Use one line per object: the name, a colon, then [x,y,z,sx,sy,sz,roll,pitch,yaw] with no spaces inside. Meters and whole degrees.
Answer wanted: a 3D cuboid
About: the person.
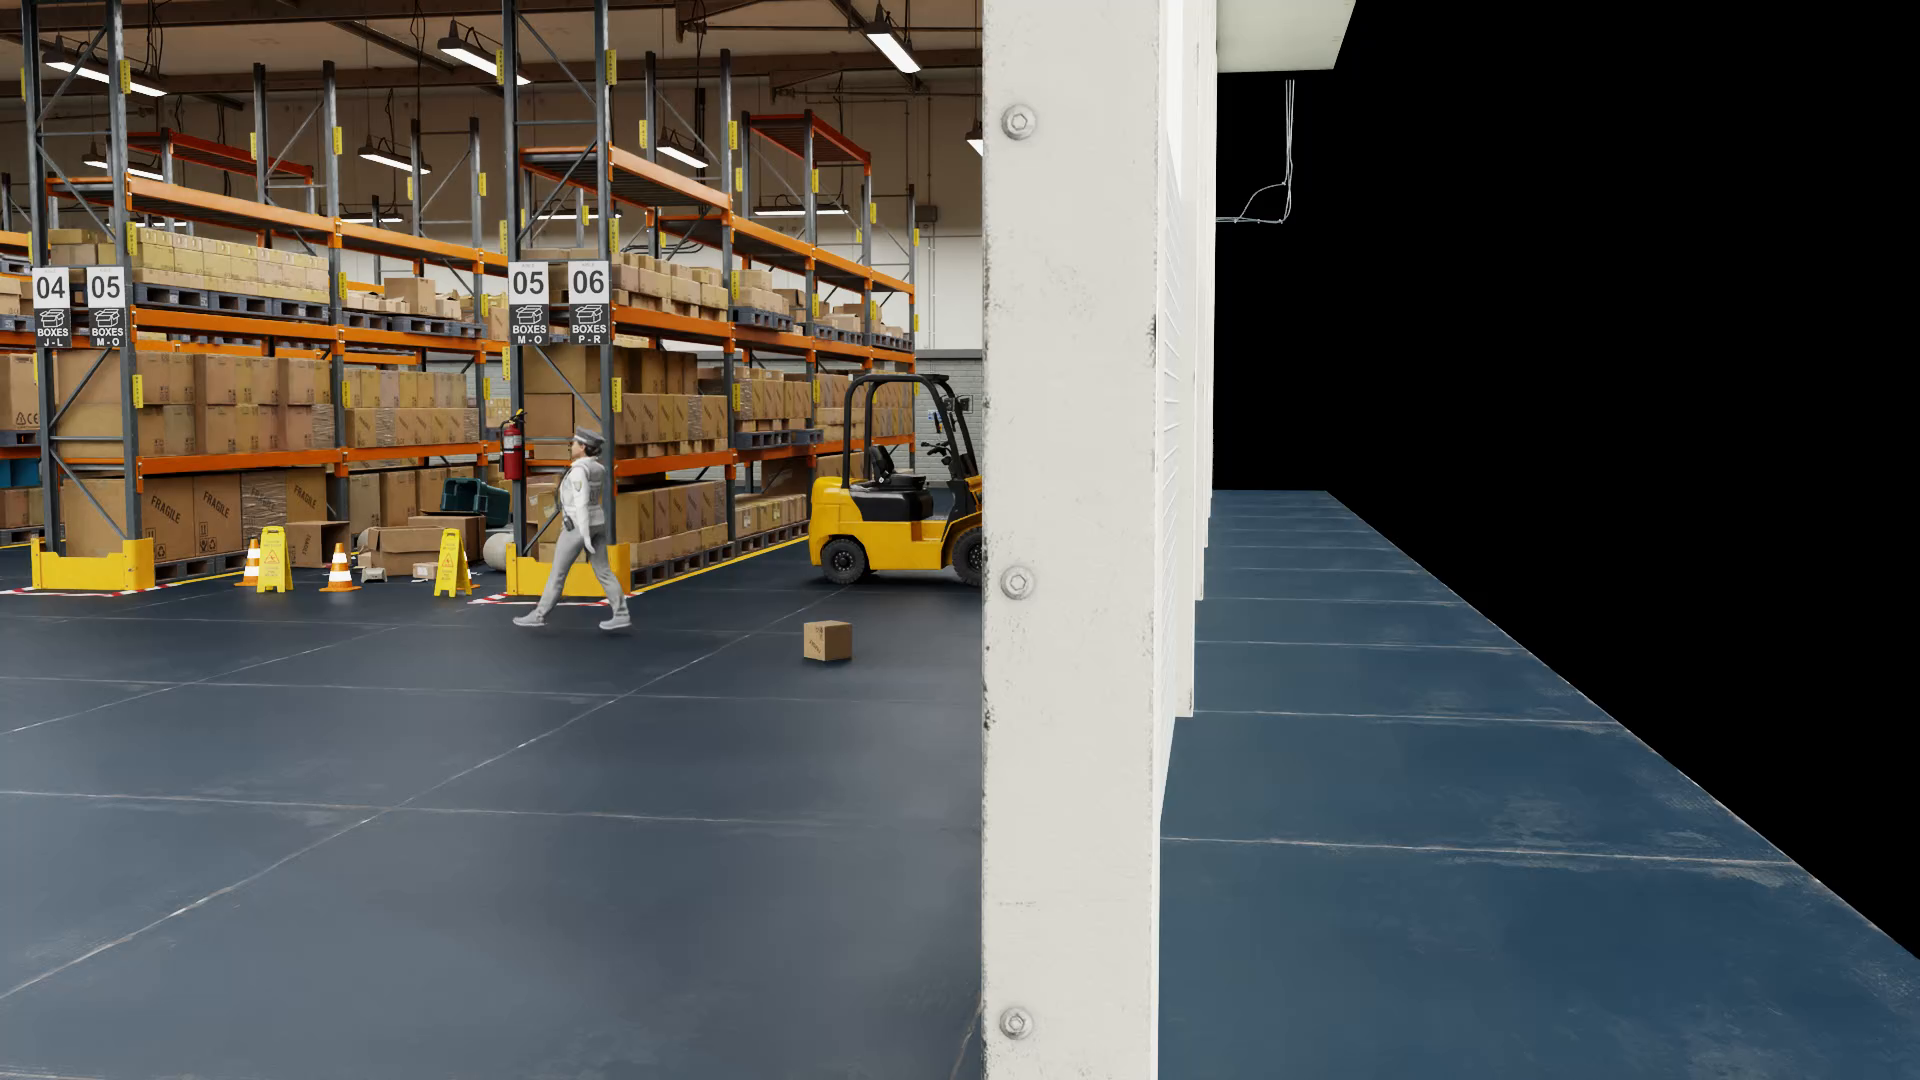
person: [-3.105,-0.103,13.359,0.984,1.634,0.484,2,5,20]
